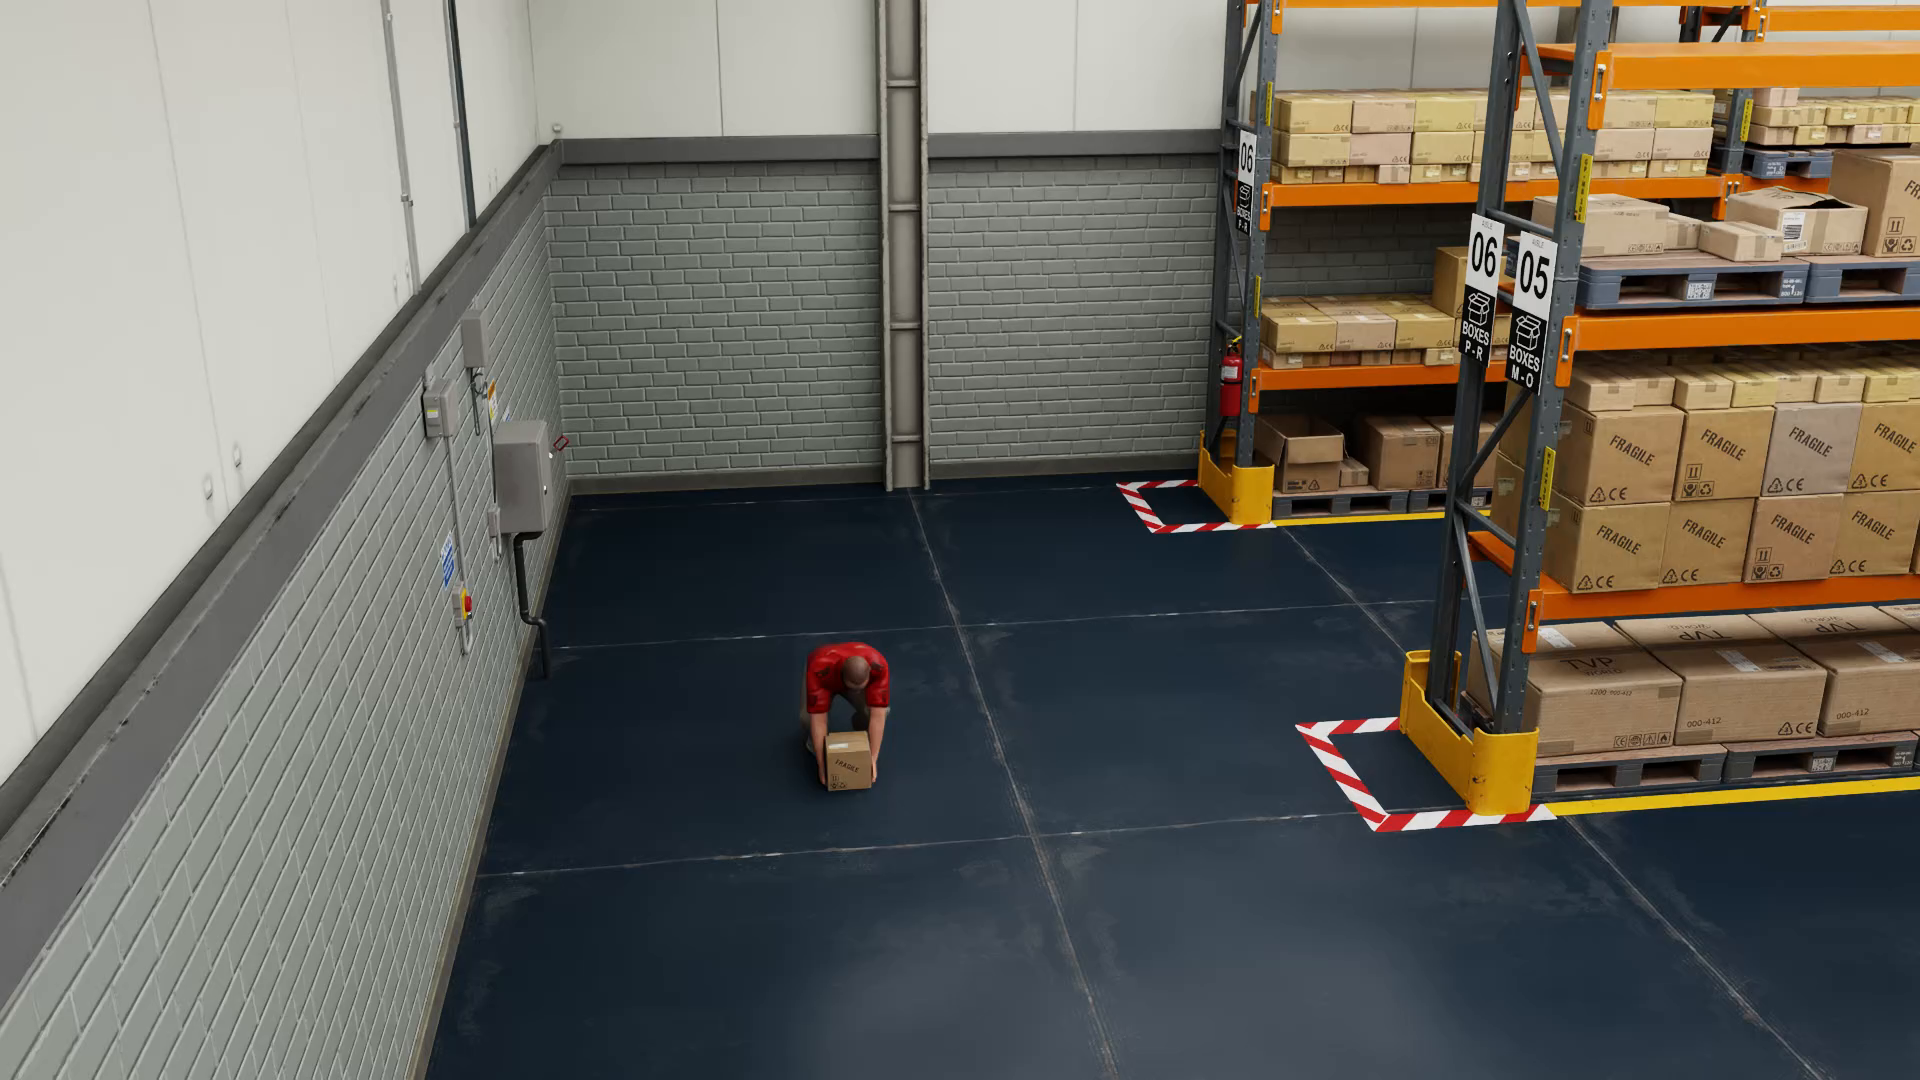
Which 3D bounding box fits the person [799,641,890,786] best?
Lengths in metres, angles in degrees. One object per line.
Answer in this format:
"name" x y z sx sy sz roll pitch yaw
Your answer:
"person" -0.697 0.949 9.930 0.546 0.854 0.882 -3 20 -8
